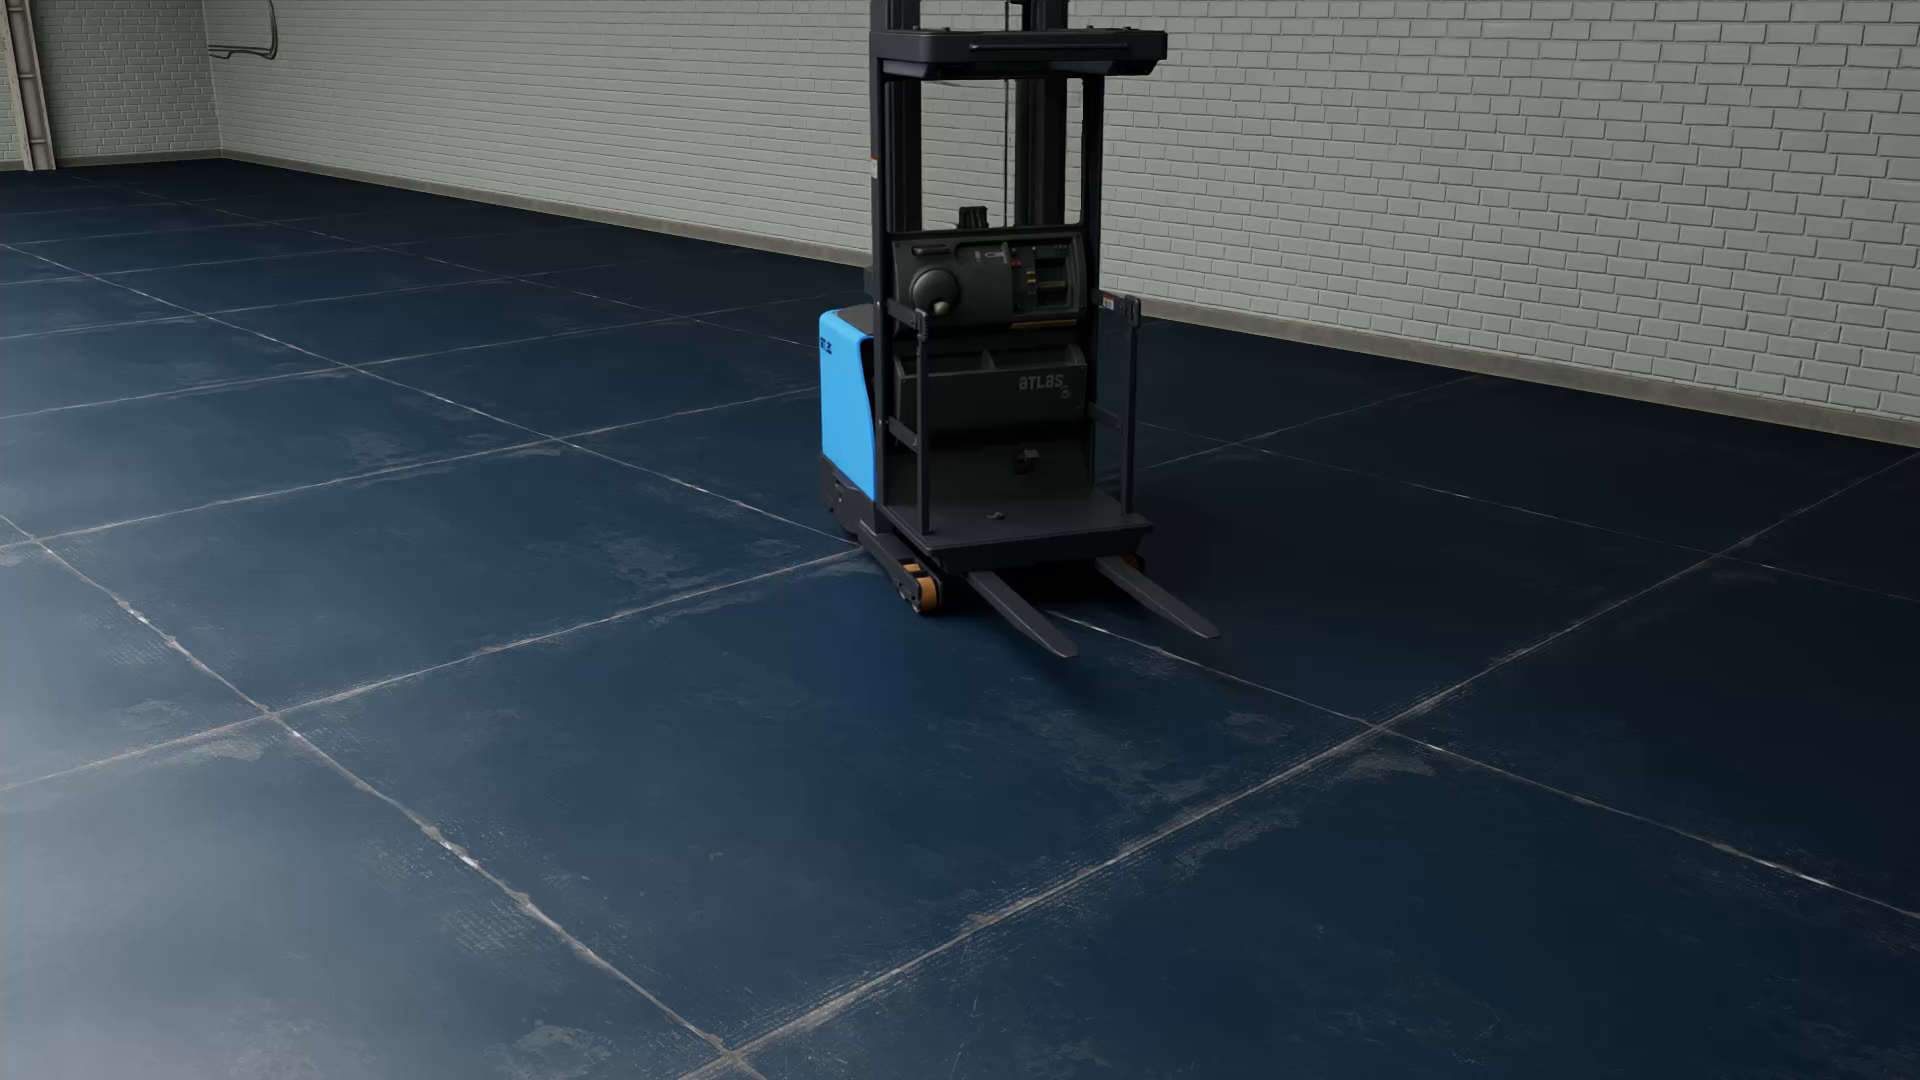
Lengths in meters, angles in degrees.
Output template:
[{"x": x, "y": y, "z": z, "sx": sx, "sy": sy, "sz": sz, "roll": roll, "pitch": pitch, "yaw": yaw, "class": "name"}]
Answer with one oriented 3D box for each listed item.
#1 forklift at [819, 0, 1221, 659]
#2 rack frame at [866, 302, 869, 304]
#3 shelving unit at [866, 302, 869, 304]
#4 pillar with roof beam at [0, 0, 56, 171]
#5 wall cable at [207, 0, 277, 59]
[{"x": 0.215, "y": -1.206, "z": 7.452, "sx": 1.130, "sy": 2.935, "sz": 3.031, "roll": -6, "pitch": 19, "yaw": -18, "class": "forklift"}, {"x": -0.474, "y": -0.770, "z": 9.158, "sx": 0.008, "sy": 1.050, "sz": 0.200, "roll": -7, "pitch": 19, "yaw": -19, "class": "rack frame"}, {"x": -0.359, "y": -0.783, "z": 9.199, "sx": 0.252, "sy": 1.050, "sz": 0.215, "roll": -7, "pitch": 19, "yaw": -19, "class": "shelving unit"}, {"x": -12.051, "y": -9.364, "z": 22.776, "sx": 0.400, "sy": 9.000, "sz": 9.100, "roll": -16, "pitch": 24, "yaw": -41, "class": "pillar with roof beam"}, {"x": -11.960, "y": -9.180, "z": 27.242, "sx": 0.112, "sy": 2.526, "sz": 3.097, "roll": -16, "pitch": 24, "yaw": -41, "class": "wall cable"}]
